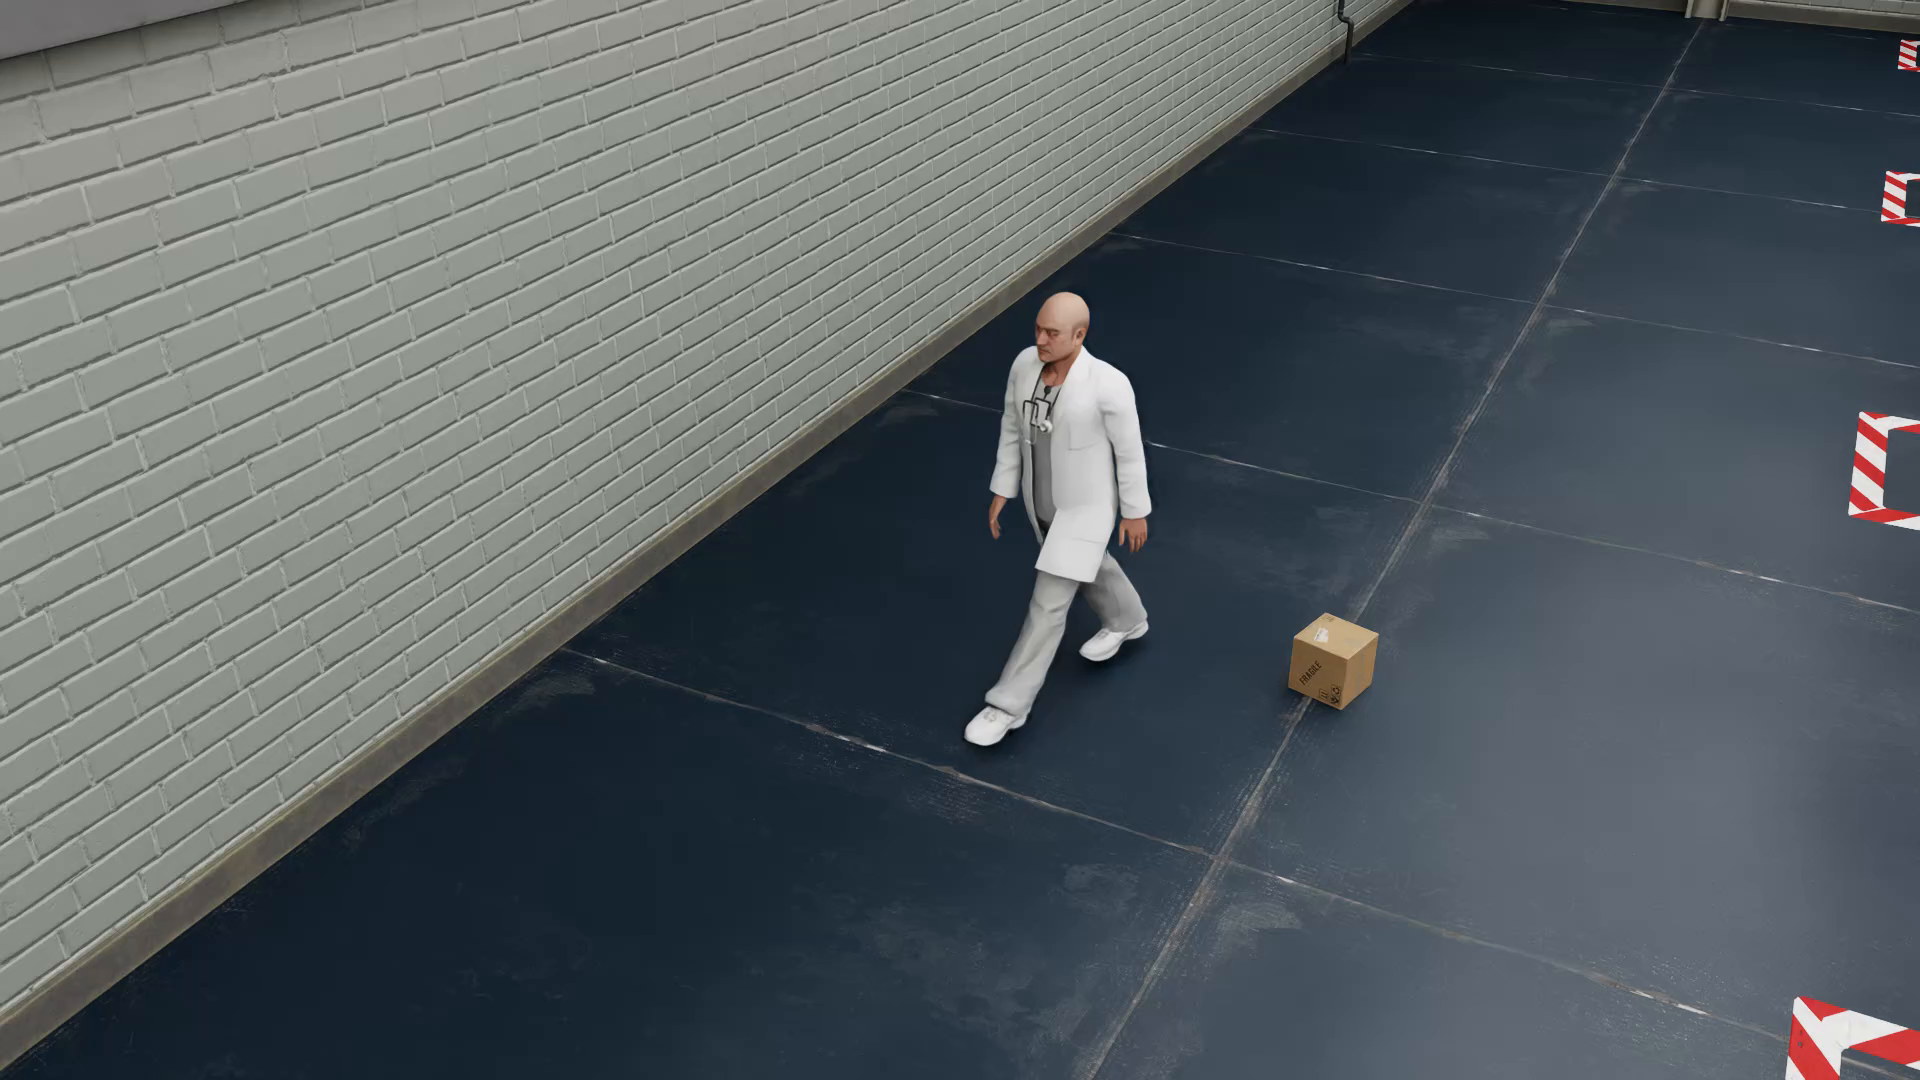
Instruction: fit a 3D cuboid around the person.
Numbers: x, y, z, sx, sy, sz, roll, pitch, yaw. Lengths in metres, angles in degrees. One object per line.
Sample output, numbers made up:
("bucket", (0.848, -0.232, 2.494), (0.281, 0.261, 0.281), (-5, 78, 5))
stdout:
("person", (0.375, -0.142, 6.389), (1.151, 1.711, 0.597), (-23, 37, -34))
